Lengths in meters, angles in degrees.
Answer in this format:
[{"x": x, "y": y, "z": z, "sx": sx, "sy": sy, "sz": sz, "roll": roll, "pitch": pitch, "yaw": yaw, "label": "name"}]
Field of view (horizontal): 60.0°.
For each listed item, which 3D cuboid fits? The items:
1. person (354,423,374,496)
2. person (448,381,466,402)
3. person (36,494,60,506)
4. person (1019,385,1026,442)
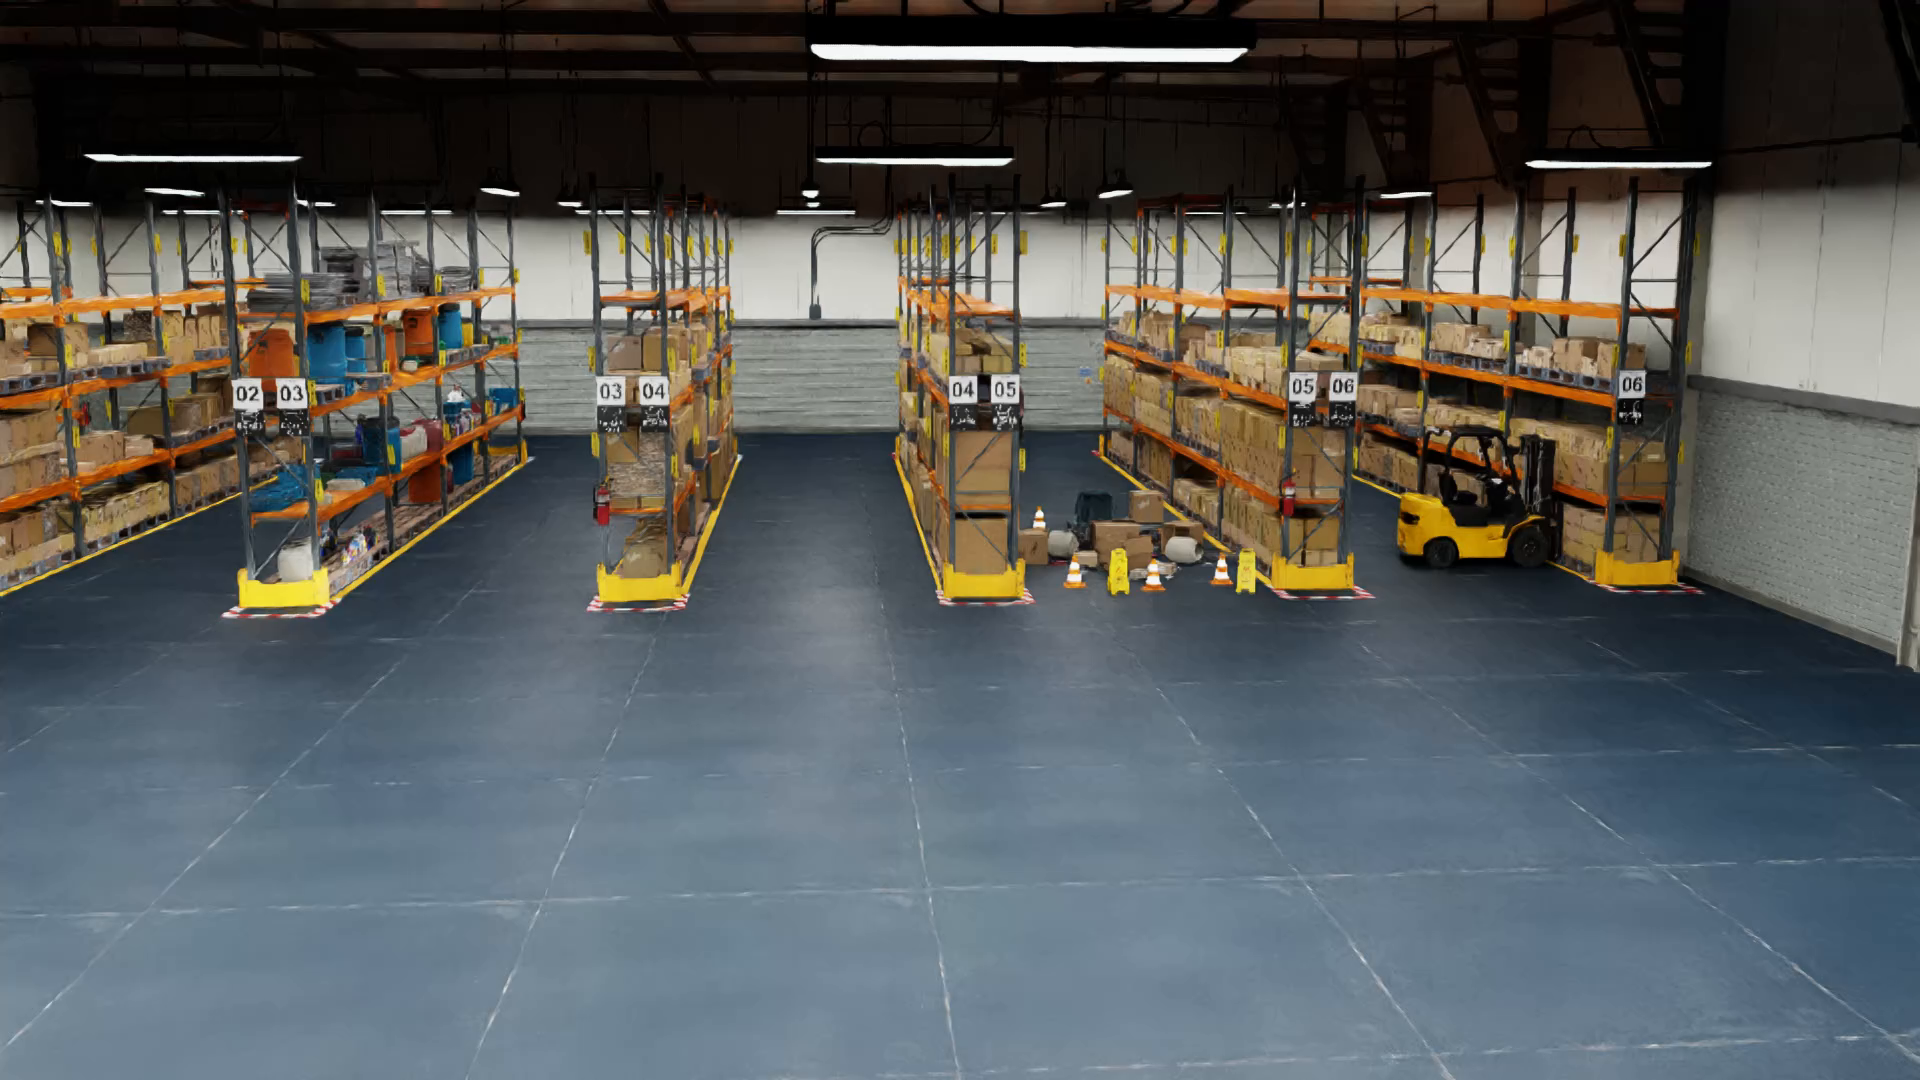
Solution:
[{"x": -12.070, "y": -1.648, "z": 33.772, "sx": 0.414, "sy": 1.465, "sz": 0.472, "roll": -7, "pitch": 12, "yaw": -35, "label": "person"}, {"x": -12.842, "y": -3.195, "z": 42.048, "sx": 0.490, "sy": 1.665, "sz": 0.680, "roll": 9, "pitch": 13, "yaw": 40, "label": "person"}, {"x": -16.609, "y": -1.056, "z": 30.207, "sx": 0.416, "sy": 1.512, "sz": 1.039, "roll": -1, "pitch": 10, "yaw": -5, "label": "person"}, {"x": 1.399, "y": -3.351, "z": 42.622, "sx": 0.608, "sy": 1.767, "sz": 0.635, "roll": 6, "pitch": 12, "yaw": 30, "label": "person"}]
